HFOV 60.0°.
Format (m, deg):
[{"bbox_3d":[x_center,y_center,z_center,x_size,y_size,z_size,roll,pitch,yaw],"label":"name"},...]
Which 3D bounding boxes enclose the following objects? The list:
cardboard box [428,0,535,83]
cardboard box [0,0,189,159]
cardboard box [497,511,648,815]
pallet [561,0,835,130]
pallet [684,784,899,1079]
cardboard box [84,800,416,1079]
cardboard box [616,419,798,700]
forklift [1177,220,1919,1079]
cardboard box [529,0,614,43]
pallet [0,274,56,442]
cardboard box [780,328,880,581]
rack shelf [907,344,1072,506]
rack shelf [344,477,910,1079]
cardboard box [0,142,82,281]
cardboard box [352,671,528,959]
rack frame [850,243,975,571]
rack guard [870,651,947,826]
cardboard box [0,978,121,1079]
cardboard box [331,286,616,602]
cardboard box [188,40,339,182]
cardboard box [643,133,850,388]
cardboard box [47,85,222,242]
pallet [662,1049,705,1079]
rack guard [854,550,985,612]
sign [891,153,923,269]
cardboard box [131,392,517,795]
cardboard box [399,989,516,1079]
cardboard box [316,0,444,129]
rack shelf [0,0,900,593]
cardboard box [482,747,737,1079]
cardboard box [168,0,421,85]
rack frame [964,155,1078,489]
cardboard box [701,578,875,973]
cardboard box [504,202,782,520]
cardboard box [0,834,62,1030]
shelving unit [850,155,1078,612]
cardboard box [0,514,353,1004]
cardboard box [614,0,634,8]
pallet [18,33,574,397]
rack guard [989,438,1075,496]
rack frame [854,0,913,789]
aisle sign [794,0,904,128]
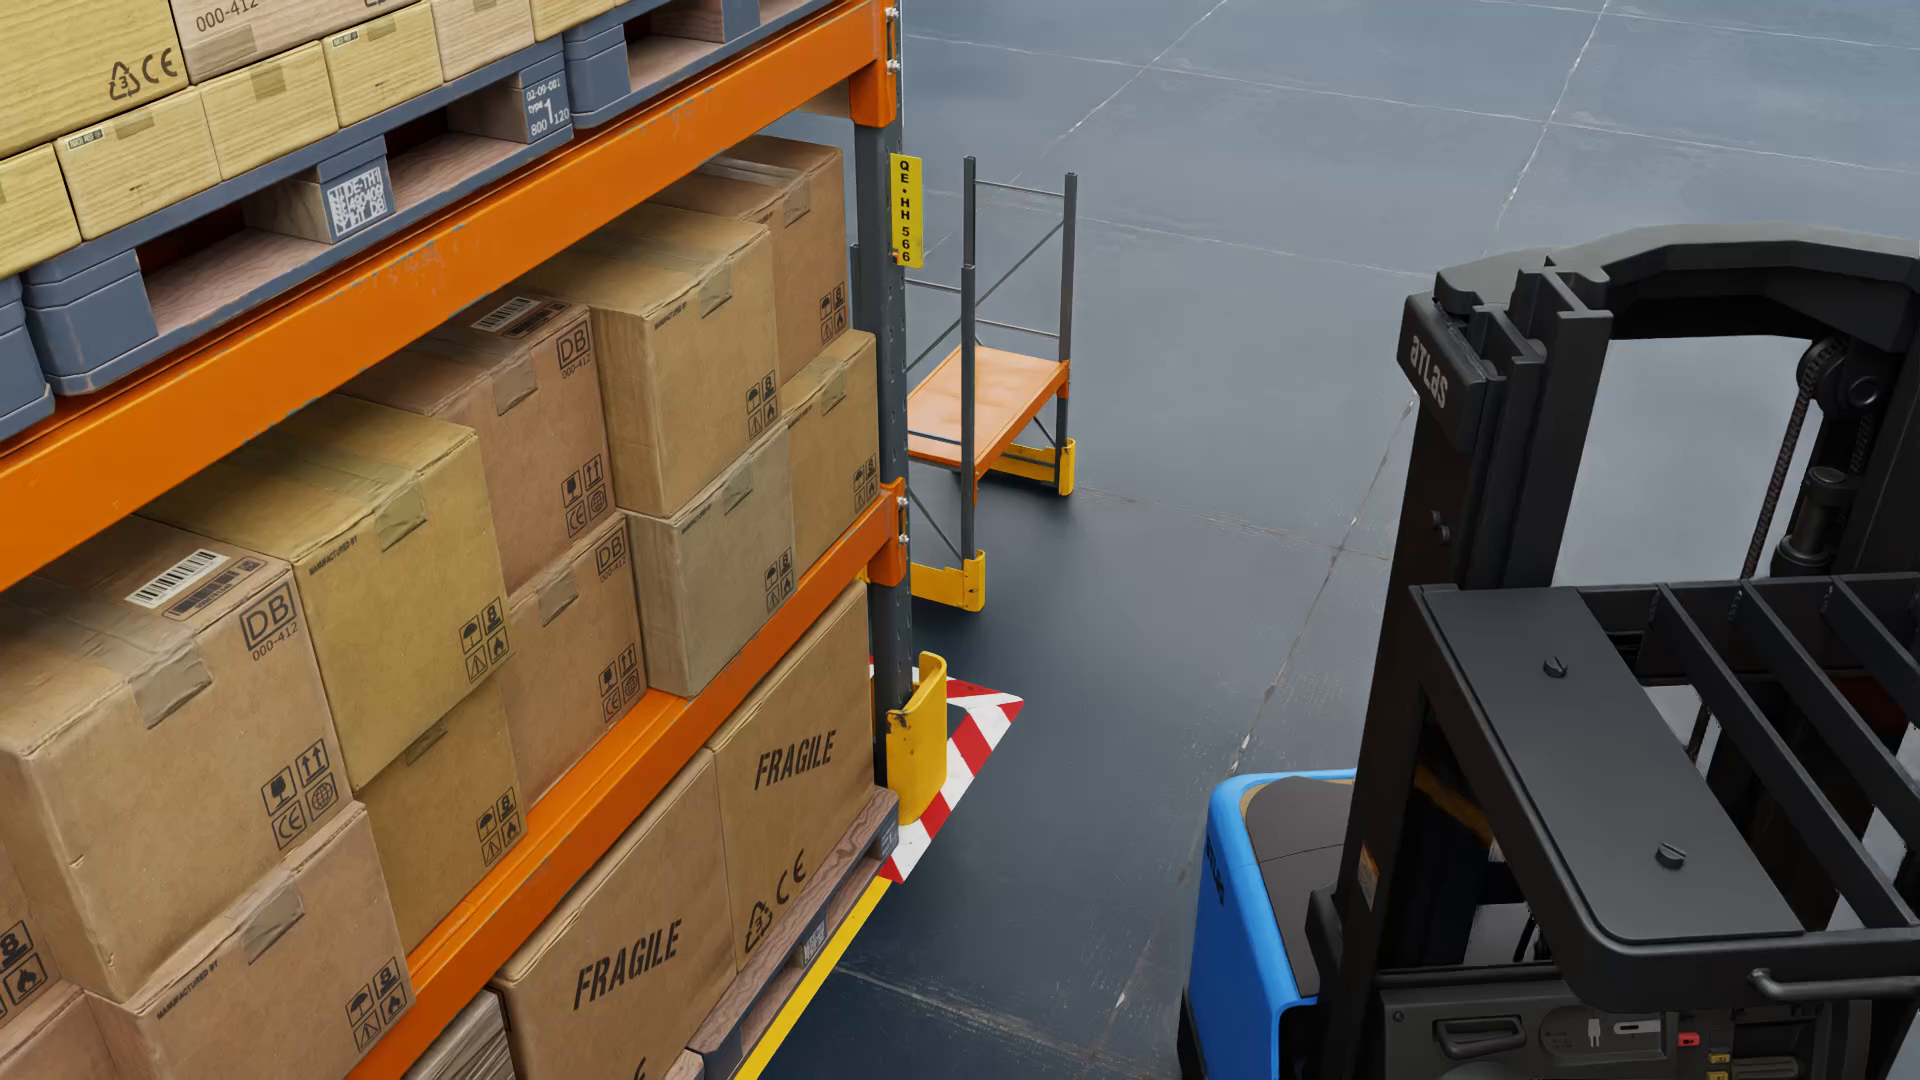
[{"bbox_3d":[-1.001,-0.954,2.988,0.380,0.149,0.250,14,36,21],"label":"cardboard box"},{"bbox_3d":[-1.432,-0.686,2.217,0.500,0.250,0.500,14,36,20],"label":"cardboard box"},{"bbox_3d":[-1.311,0.199,4.075,0.875,0.550,0.550,14,36,20],"label":"cardboard box"},{"bbox_3d":[-0.939,-1.308,3.855,1.003,0.211,1.213,14,36,20],"label":"pallet"},{"bbox_3d":[-0.901,1.120,5.350,1.003,0.211,1.213,14,36,20],"label":"pallet"},{"bbox_3d":[-1.626,0.759,3.220,0.875,0.550,0.550,14,36,20],"label":"cardboard box"},{"bbox_3d":[-0.962,-0.051,4.456,0.875,0.550,0.550,14,36,20],"label":"cardboard box"},{"bbox_3d":[1.264,1.073,2.940,1.130,2.935,3.031,-2,33,-4],"label":"forklift"},{"bbox_3d":[-0.895,-1.079,3.180,0.380,0.149,0.250,14,36,20],"label":"cardboard box"},{"bbox_3d":[-1.960,-0.093,2.002,1.003,0.211,1.213,14,36,20],"label":"pallet"},{"bbox_3d":[-0.752,-0.330,4.881,0.875,0.550,0.550,14,36,20],"label":"cardboard box"},{"bbox_3d":[0.036,-0.519,7.002,0.538,0.185,1.000,14,36,20],"label":"rack shelf"},{"bbox_3d":[-1.475,0.834,3.898,1.077,0.370,4.000,14,36,20],"label":"rack shelf"},{"bbox_3d":[-1.426,-0.448,2.217,0.380,0.149,0.250,14,36,20],"label":"cardboard box"},{"bbox_3d":[-1.495,0.472,3.658,0.875,0.550,0.500,14,36,20],"label":"cardboard box"},{"bbox_3d":[-0.177,-0.416,6.517,0.500,1.500,0.032,14,36,20],"label":"rack frame"},{"bbox_3d":[-0.628,0.571,5.924,1.175,0.500,0.348,14,36,20],"label":"rack guard"},{"bbox_3d":[-1.958,1.001,2.851,0.875,0.550,0.550,14,36,20],"label":"cardboard box"},{"bbox_3d":[-1.332,-0.258,3.787,0.875,0.550,0.550,14,36,20],"label":"cardboard box"},{"bbox_3d":[-1.214,-0.698,2.599,0.380,0.149,0.250,15,36,21],"label":"cardboard box"},{"bbox_3d":[-0.828,-0.801,4.615,0.875,0.550,0.550,14,36,20],"label":"cardboard box"},{"bbox_3d":[-1.319,-0.575,2.411,0.380,0.149,0.250,14,36,21],"label":"cardboard box"},{"bbox_3d":[-1.413,1.725,4.427,1.003,0.211,1.213,14,36,20],"label":"pallet"},{"bbox_3d":[-0.176,0.106,6.861,0.587,0.250,0.087,14,36,20],"label":"rack guard"},{"bbox_3d":[-0.151,-0.915,4.637,0.100,0.325,0.005,14,36,20],"label":"sign"},{"bbox_3d":[-1.436,0.035,3.339,0.875,0.550,0.500,14,36,20],"label":"cardboard box"},{"bbox_3d":[-1.611,1.495,3.789,0.875,0.875,0.875,14,36,21],"label":"cardboard box"},{"bbox_3d":[-1.108,-0.827,2.795,0.380,0.149,0.250,15,36,21],"label":"cardboard box"},{"bbox_3d":[-1.475,-0.420,3.076,1.077,0.370,4.000,14,36,20],"label":"rack shelf"},{"bbox_3d":[-1.228,1.042,4.481,0.875,0.875,0.875,14,36,20],"label":"cardboard box"},{"bbox_3d":[-1.221,-0.939,2.602,0.500,0.250,0.500,15,36,21],"label":"cardboard box"},{"bbox_3d":[0.248,-0.923,7.290,0.500,1.500,0.032,14,36,20],"label":"rack frame"},{"bbox_3d":[-0.862,0.603,5.150,0.875,0.875,0.875,14,36,21],"label":"cardboard box"},{"bbox_3d":[-0.975,-0.506,4.165,0.875,0.550,0.550,14,36,20],"label":"cardboard box"},{"bbox_3d":[-2.001,0.539,2.571,0.875,0.550,0.550,14,36,20],"label":"cardboard box"},{"bbox_3d":[0.032,-0.665,6.897,0.587,1.500,1.083,14,36,20],"label":"shelving unit"},{"bbox_3d":[-1.651,0.301,2.934,0.875,0.550,0.550,14,36,20],"label":"cardboard box"},{"bbox_3d":[-0.789,-1.207,3.375,0.380,0.149,0.250,15,36,21],"label":"cardboard box"},{"bbox_3d":[-1.448,-0.698,2.925,1.003,0.211,1.213,14,36,20],"label":"pallet"},{"bbox_3d":[0.240,-0.391,7.618,0.587,0.250,0.087,14,36,20],"label":"rack guard"},{"bbox_3d":[-0.638,-0.463,5.220,1.000,3.000,0.127,14,36,20],"label":"rack frame"},{"bbox_3d":[-0.336,-1.516,4.456,0.394,0.787,0.004,14,36,20],"label":"aisle sign"}]
